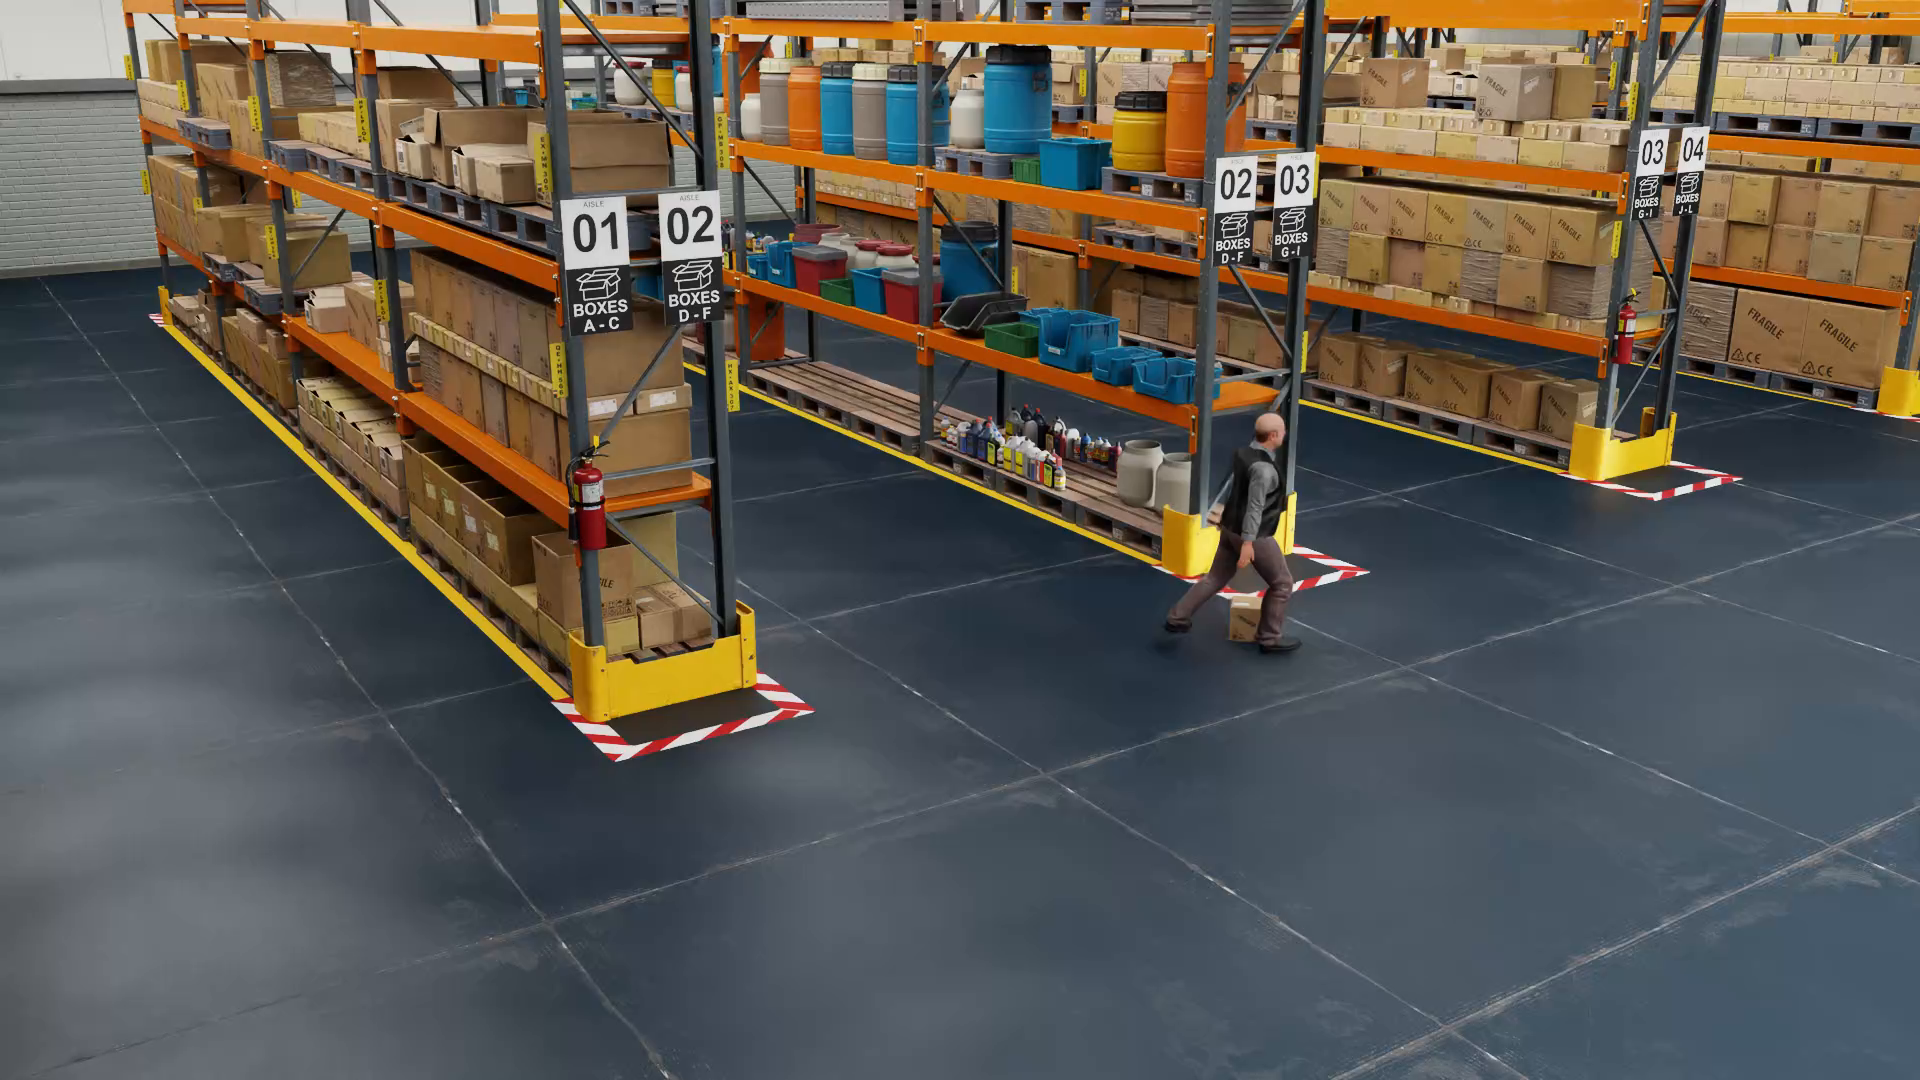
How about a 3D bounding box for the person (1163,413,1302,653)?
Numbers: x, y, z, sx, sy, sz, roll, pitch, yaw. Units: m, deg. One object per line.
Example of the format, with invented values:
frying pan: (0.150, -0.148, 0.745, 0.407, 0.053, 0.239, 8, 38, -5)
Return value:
person: (1.882, -0.005, 11.308, 0.919, 1.580, 0.564, -3, 18, -10)
